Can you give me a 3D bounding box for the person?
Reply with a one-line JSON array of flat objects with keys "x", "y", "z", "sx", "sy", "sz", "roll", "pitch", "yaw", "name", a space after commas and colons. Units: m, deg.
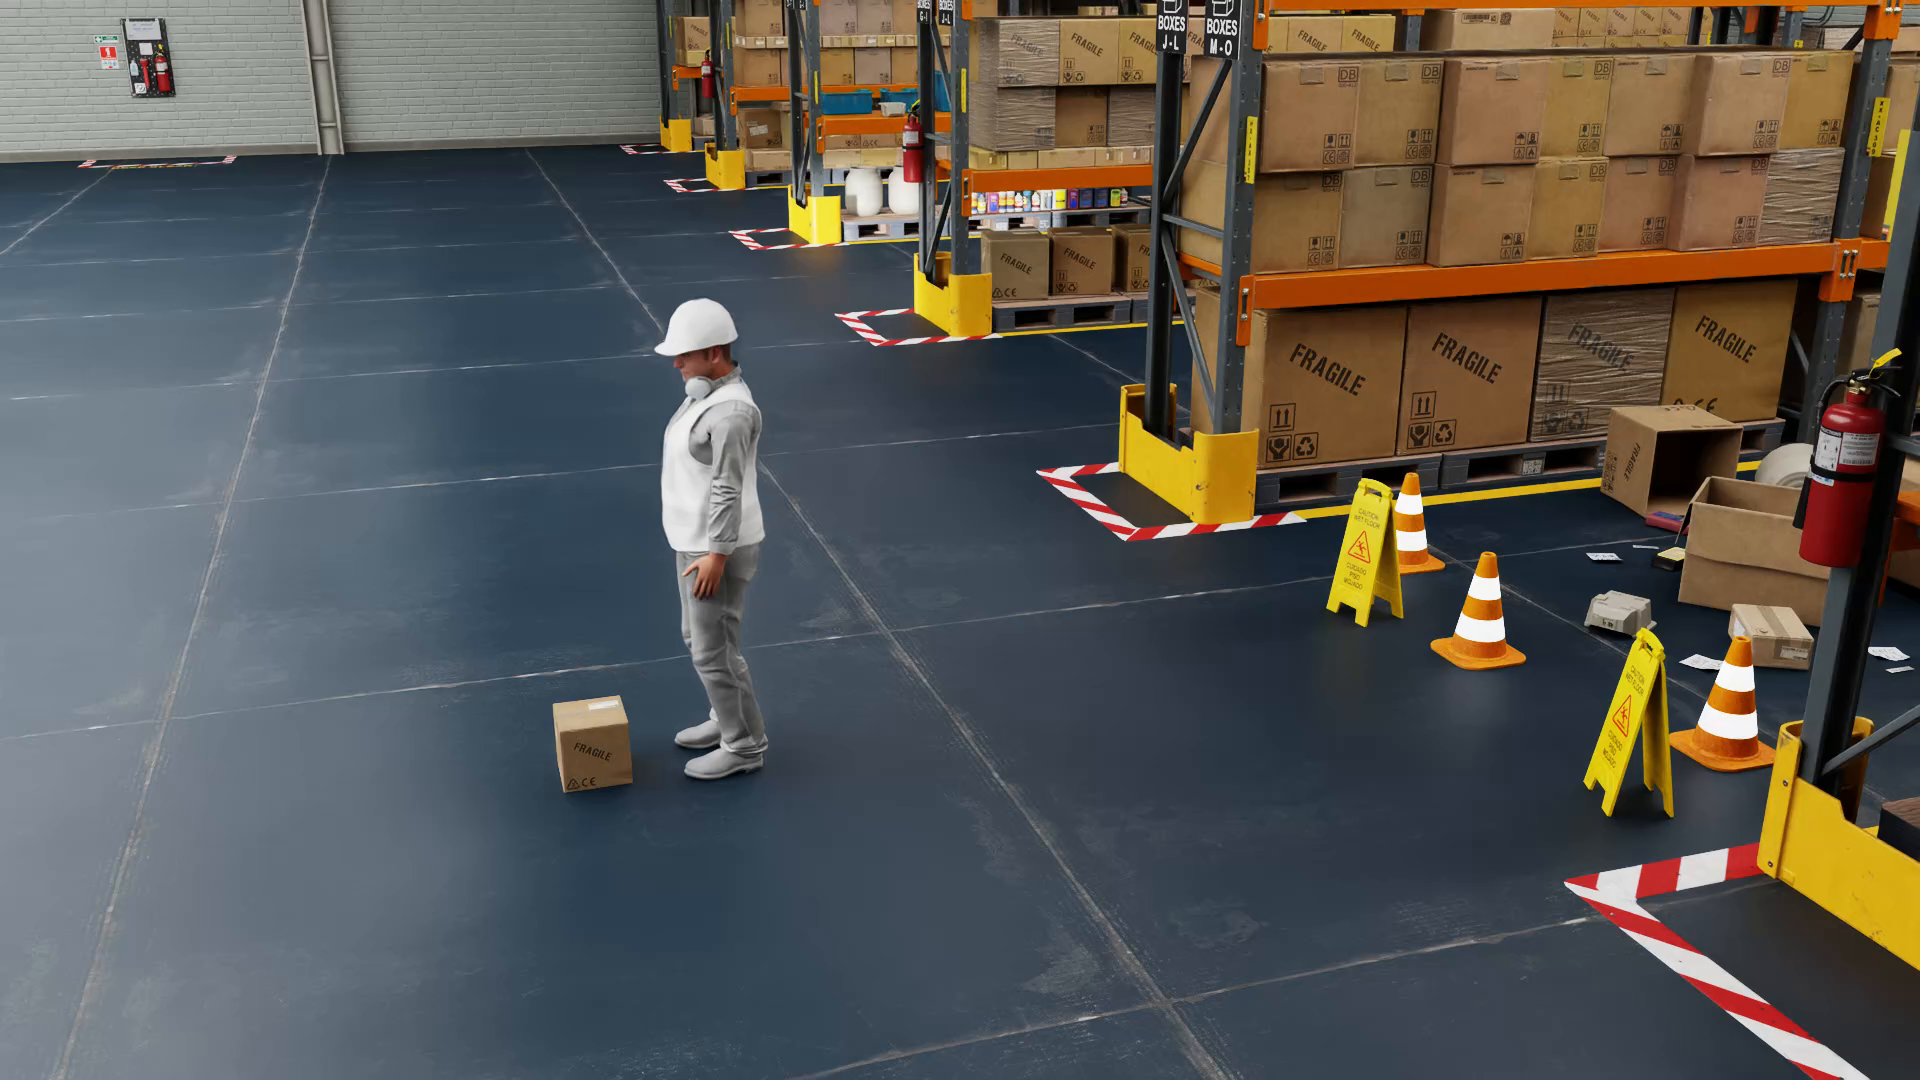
[{"x": -0.893, "y": 0.000, "z": 6.044, "sx": 0.357, "sy": 1.765, "sz": 0.533, "roll": -6, "pitch": 20, "yaw": -16, "name": "person"}]
